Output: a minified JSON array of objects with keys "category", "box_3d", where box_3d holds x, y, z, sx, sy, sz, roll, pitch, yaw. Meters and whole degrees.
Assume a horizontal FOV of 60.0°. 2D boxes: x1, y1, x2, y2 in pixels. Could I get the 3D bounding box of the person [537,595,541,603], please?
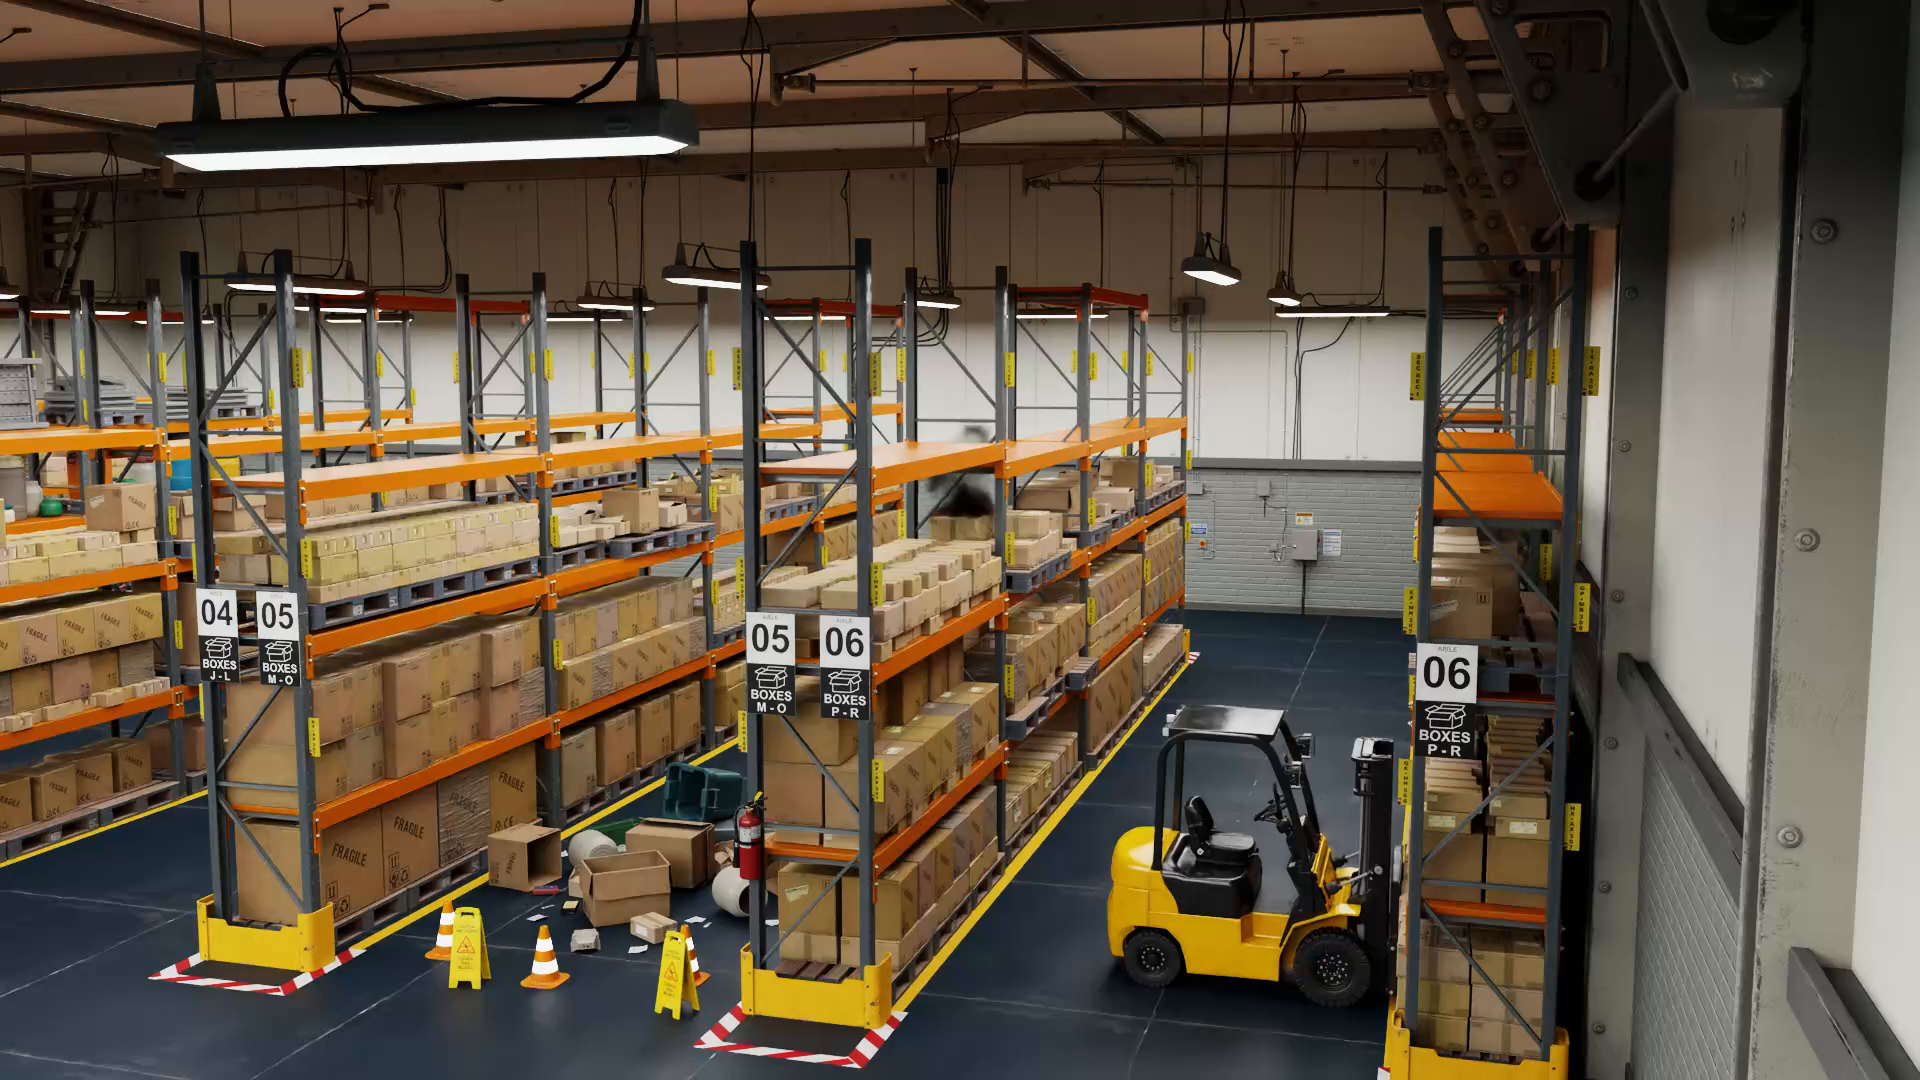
[{"category":"person","box_3d":[-6.099,1.596,24.514,0.533,1.698,0.890,1,6,10]}]
